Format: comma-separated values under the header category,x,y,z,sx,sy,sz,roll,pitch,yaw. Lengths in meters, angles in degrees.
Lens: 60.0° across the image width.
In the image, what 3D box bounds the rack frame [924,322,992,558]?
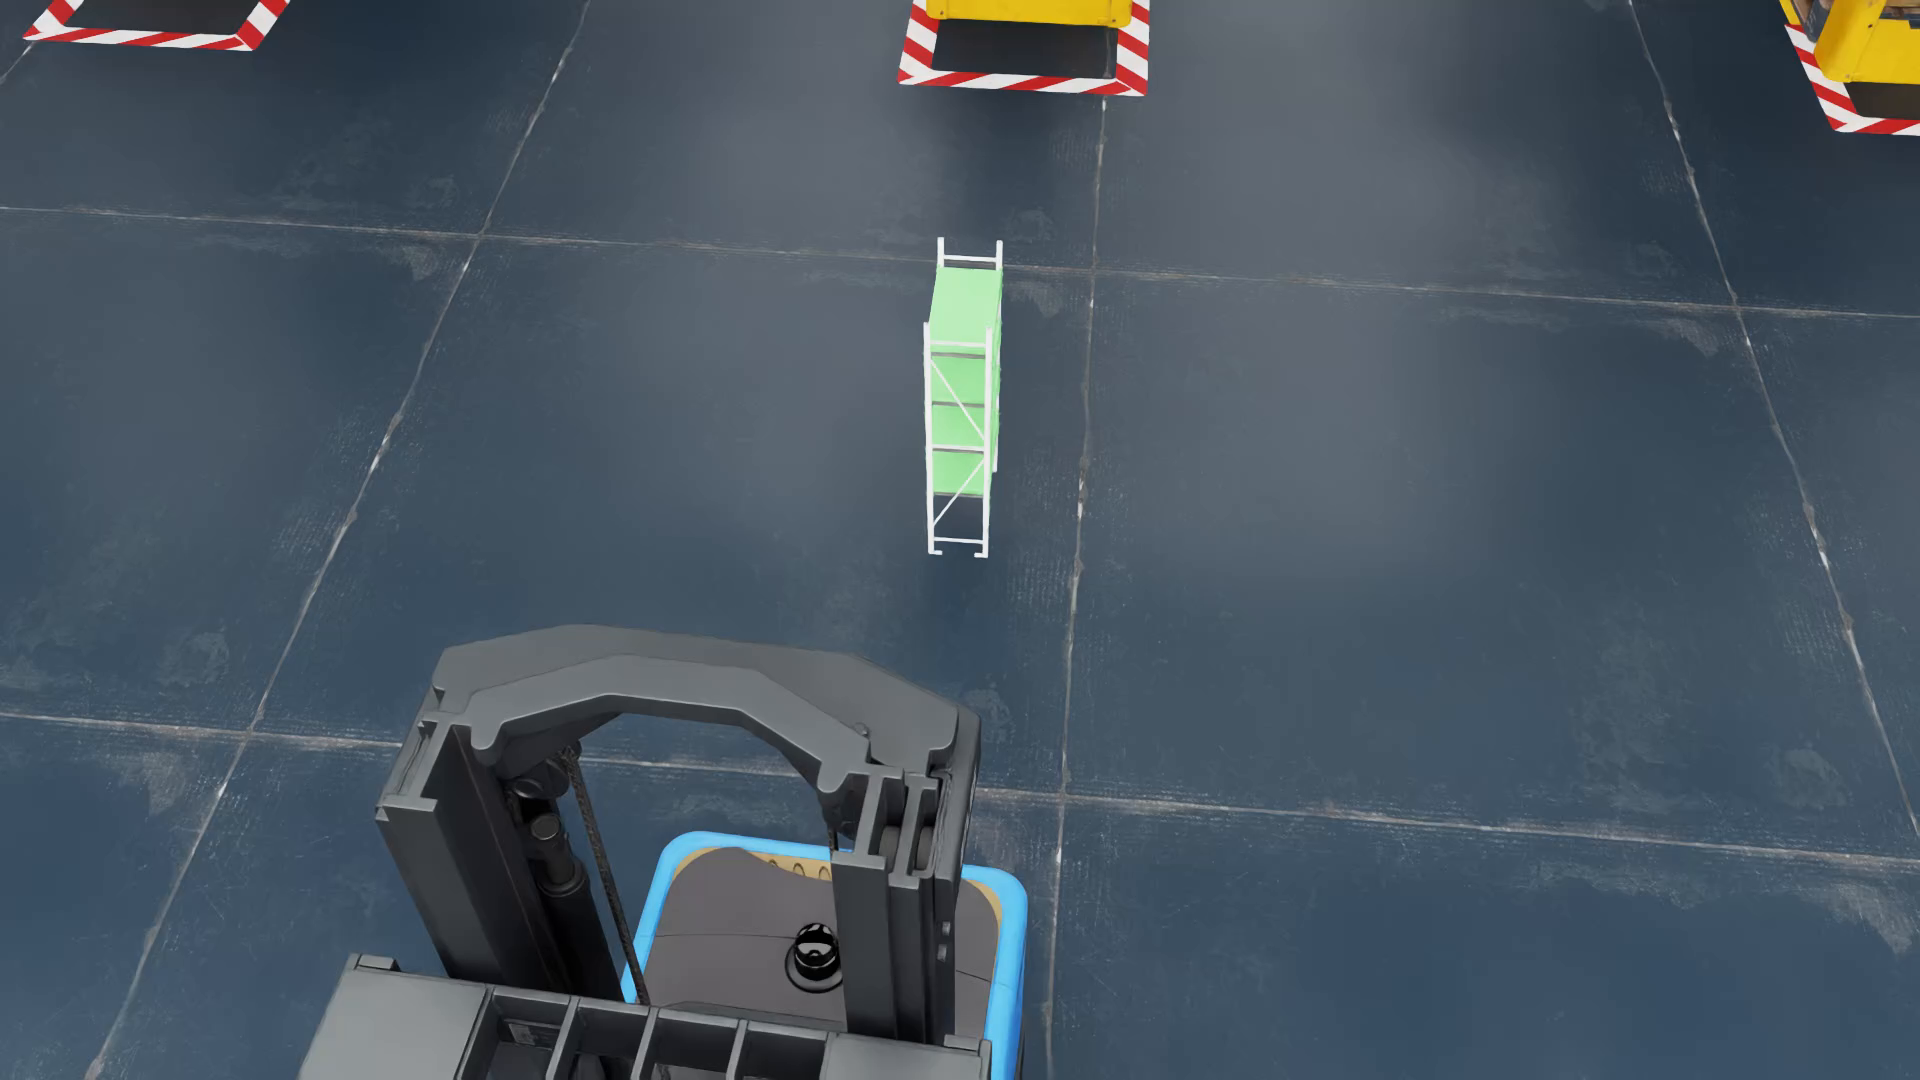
category,x,y,z,sx,sy,sz,roll,pitch,yaw
rack frame,-0.007,-0.347,6.280,0.240,1.200,0.015,4,48,4

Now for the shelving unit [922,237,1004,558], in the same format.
category,x,y,z,sx,sy,sz,roll,pitch,yaw
shelving unit,0.015,-0.527,6.444,0.258,1.200,0.503,4,48,4

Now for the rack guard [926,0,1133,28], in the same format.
category,x,y,z,sx,sy,sz,roll,pitch,yaw
rack guard,0.399,-3.237,9.398,1.175,0.500,0.348,4,48,4

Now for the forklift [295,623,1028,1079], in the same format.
category,x,y,z,sx,sy,sz,roll,pitch,yaw
forklift,-0.527,1.661,3.270,1.130,2.935,3.031,6,48,6

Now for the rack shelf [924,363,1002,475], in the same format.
category,x,y,z,sx,sy,sz,roll,pitch,yaw
rack shelf,0.015,-0.483,6.492,0.258,0.148,0.480,4,48,4

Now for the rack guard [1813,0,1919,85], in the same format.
category,x,y,z,sx,sy,sz,roll,pitch,yaw
rack guard,5.320,-2.756,8.958,1.175,0.500,0.348,4,48,4

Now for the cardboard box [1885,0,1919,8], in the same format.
category,x,y,z,sx,sy,sz,roll,pitch,yaw
cardboard box,5.318,-3.544,9.140,0.875,0.875,0.875,4,48,4

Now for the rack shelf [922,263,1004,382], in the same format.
category,x,y,z,sx,sy,sz,roll,pitch,yaw
rack shelf,0.015,-0.807,6.137,0.258,0.148,0.480,4,48,4

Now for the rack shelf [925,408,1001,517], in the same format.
category,x,y,z,sx,sy,sz,roll,pitch,yaw
rack shelf,0.015,-0.321,6.669,0.258,0.148,0.480,4,48,4

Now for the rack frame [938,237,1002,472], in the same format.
category,x,y,z,sx,sy,sz,roll,pitch,yaw
rack frame,0.037,-0.706,6.608,0.240,1.200,0.015,4,48,4

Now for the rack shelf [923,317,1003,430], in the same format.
category,x,y,z,sx,sy,sz,roll,pitch,yaw
rack shelf,0.015,-0.645,6.314,0.258,0.148,0.480,4,48,4

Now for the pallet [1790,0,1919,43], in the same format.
category,x,y,z,sx,sy,sz,roll,pitch,yaw
pallet,5.317,-3.269,9.623,1.003,0.211,1.213,4,48,4

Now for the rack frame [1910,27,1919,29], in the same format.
category,x,y,z,sx,sy,sz,roll,pitch,yaw
rack frame,5.322,-3.617,8.051,1.000,3.000,0.127,4,48,4
